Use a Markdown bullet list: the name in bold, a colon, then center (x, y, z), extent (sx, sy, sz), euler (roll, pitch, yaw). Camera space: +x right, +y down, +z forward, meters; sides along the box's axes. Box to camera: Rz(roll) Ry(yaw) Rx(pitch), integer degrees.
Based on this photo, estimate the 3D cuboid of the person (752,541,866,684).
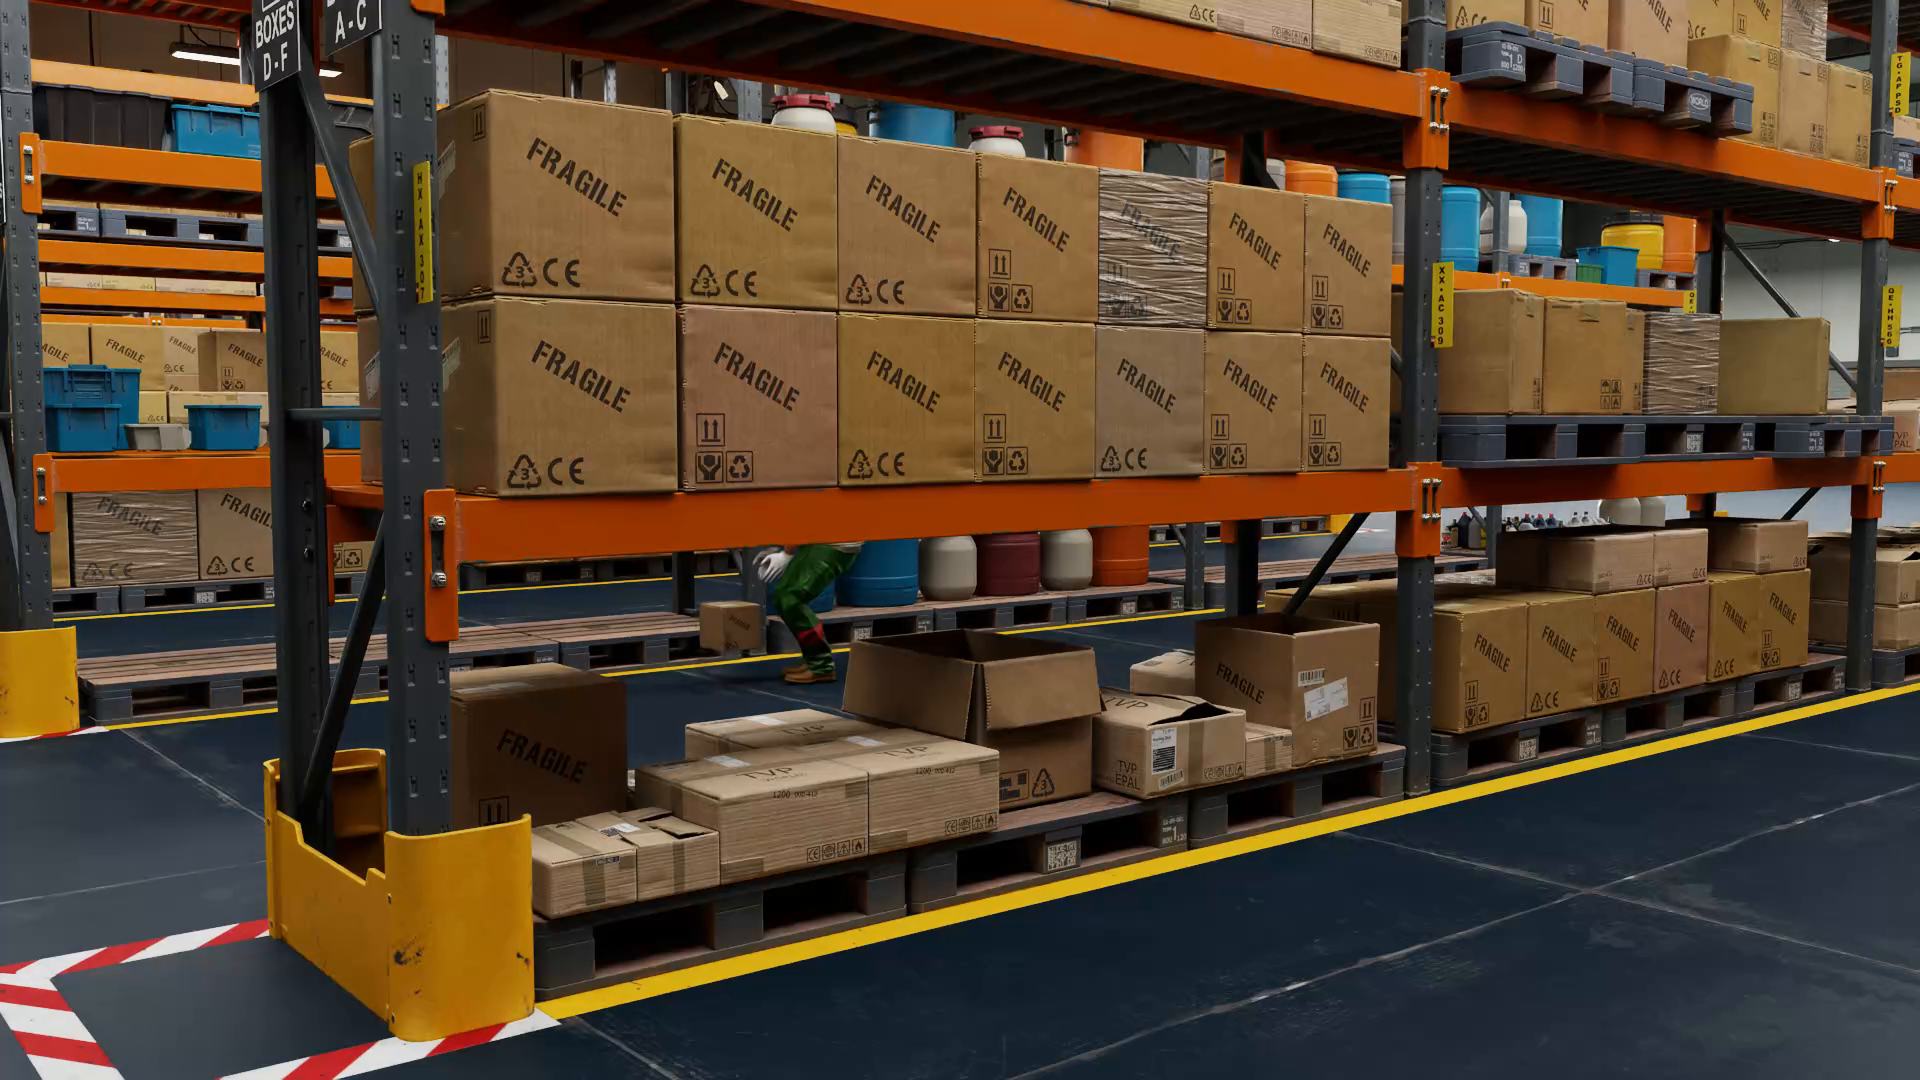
- **person**: center (-0.890, 0.058, 9.451), extent (0.711, 1.498, 0.581), euler (-1, 4, -15)
